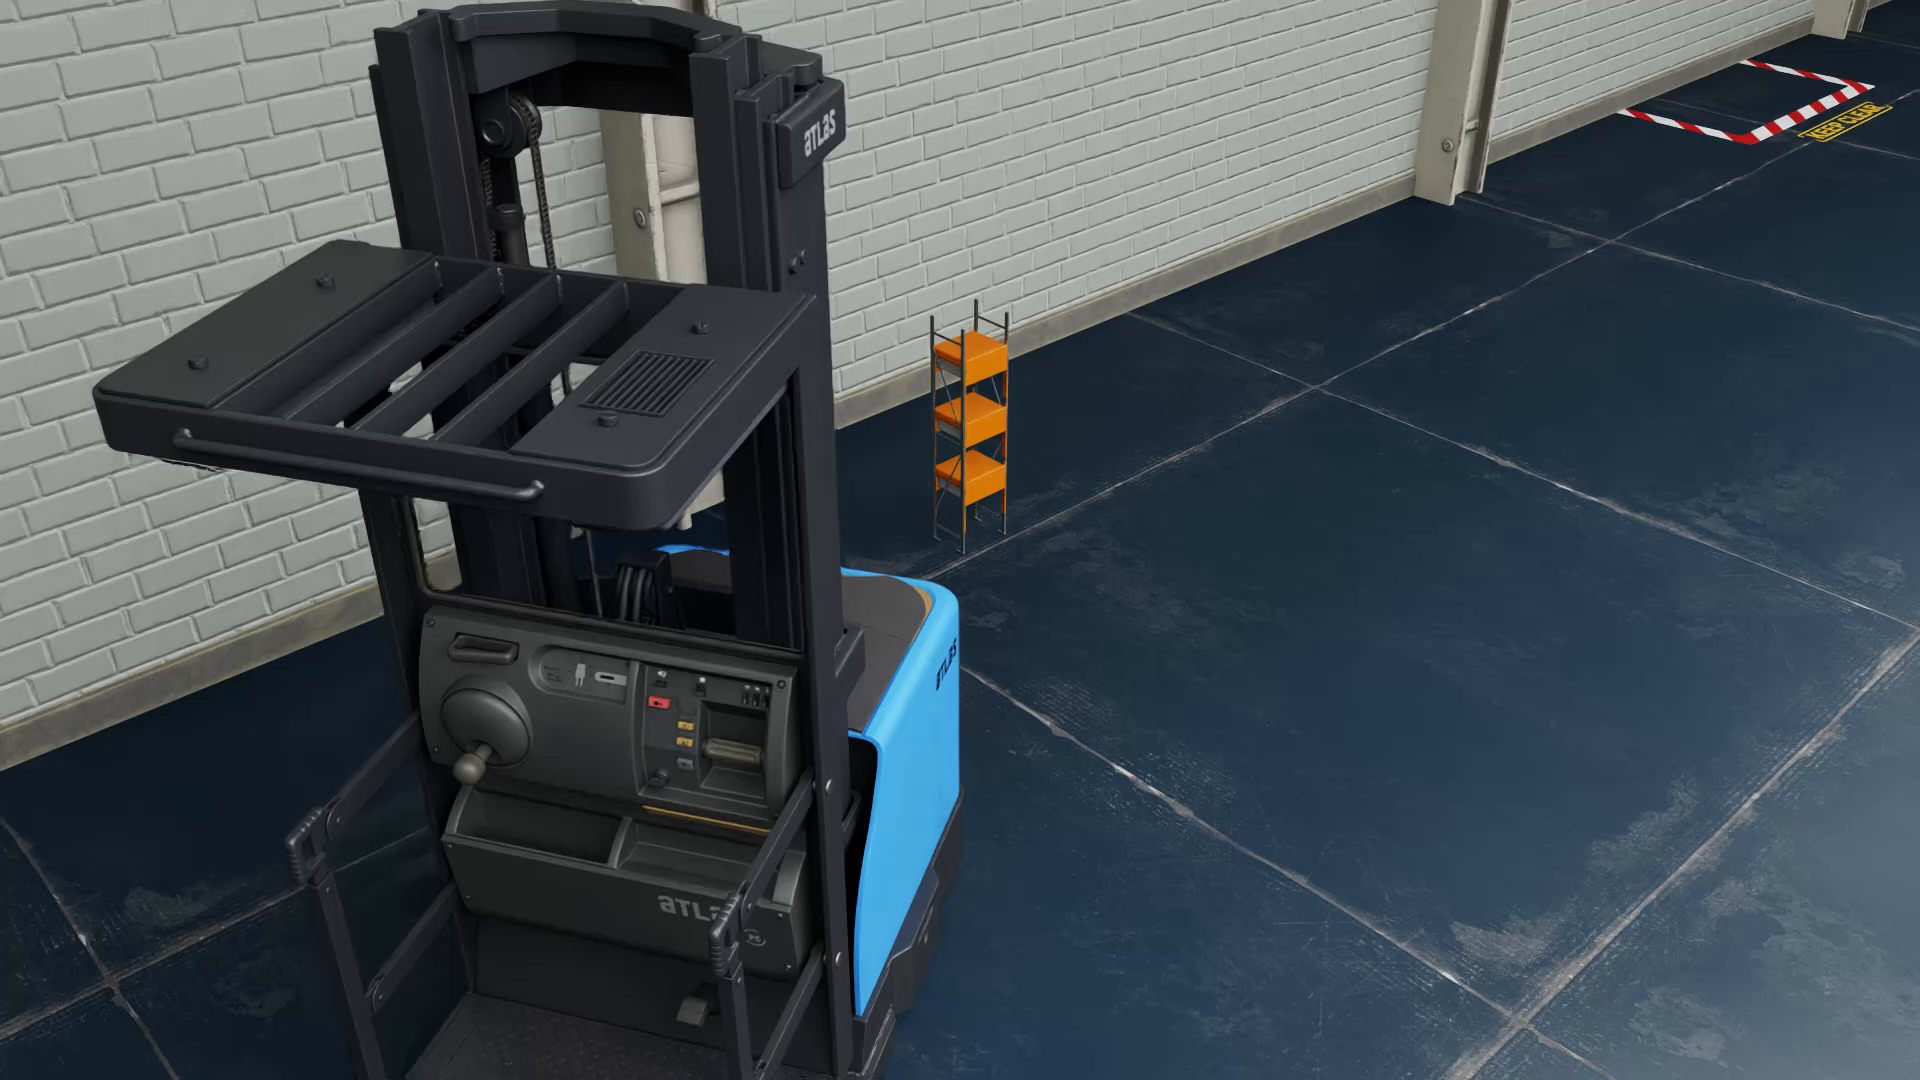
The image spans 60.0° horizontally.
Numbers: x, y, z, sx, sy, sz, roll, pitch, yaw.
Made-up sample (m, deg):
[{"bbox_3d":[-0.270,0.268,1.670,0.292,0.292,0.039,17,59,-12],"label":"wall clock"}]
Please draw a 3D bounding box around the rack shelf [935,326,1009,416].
[{"bbox_3d":[0.039,-0.700,6.865,0.240,0.259,0.215,-26,40,-35],"label":"rack shelf"}]

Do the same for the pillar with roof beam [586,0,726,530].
[{"bbox_3d":[1.746,-2.364,2.491,0.400,9.000,9.100,-26,40,-35],"label":"pillar with roof beam"}]

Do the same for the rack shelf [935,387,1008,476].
[{"bbox_3d":[0.039,-0.458,7.013,0.240,0.259,0.215,-26,40,-35],"label":"rack shelf"}]

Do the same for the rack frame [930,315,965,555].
[{"bbox_3d":[-0.050,-0.424,6.936,0.008,1.050,0.200,-26,40,-35],"label":"rack frame"}]

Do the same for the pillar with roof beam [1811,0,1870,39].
[{"bbox_3d":[10.545,-6.621,9.452,0.400,9.000,9.100,-26,40,-35],"label":"pillar with roof beam"}]

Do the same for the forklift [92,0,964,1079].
[{"bbox_3d":[-0.885,0.467,3.676,1.130,2.935,3.031,9,32,14],"label":"forklift"}]

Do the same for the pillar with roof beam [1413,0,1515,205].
[{"bbox_3d":[6.145,-4.493,5.971,0.400,9.000,9.100,-26,40,-35],"label":"pillar with roof beam"}]

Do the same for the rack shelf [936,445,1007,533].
[{"bbox_3d":[0.039,-0.221,7.158,0.240,0.259,0.215,-26,40,-35],"label":"rack shelf"}]

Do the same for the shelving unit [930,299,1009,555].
[{"bbox_3d":[0.039,-0.467,7.007,0.252,1.050,0.215,-26,40,-35],"label":"shelving unit"}]

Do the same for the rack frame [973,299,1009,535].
[{"bbox_3d":[0.129,-0.510,7.078,0.008,1.050,0.200,-26,40,-35],"label":"rack frame"}]
